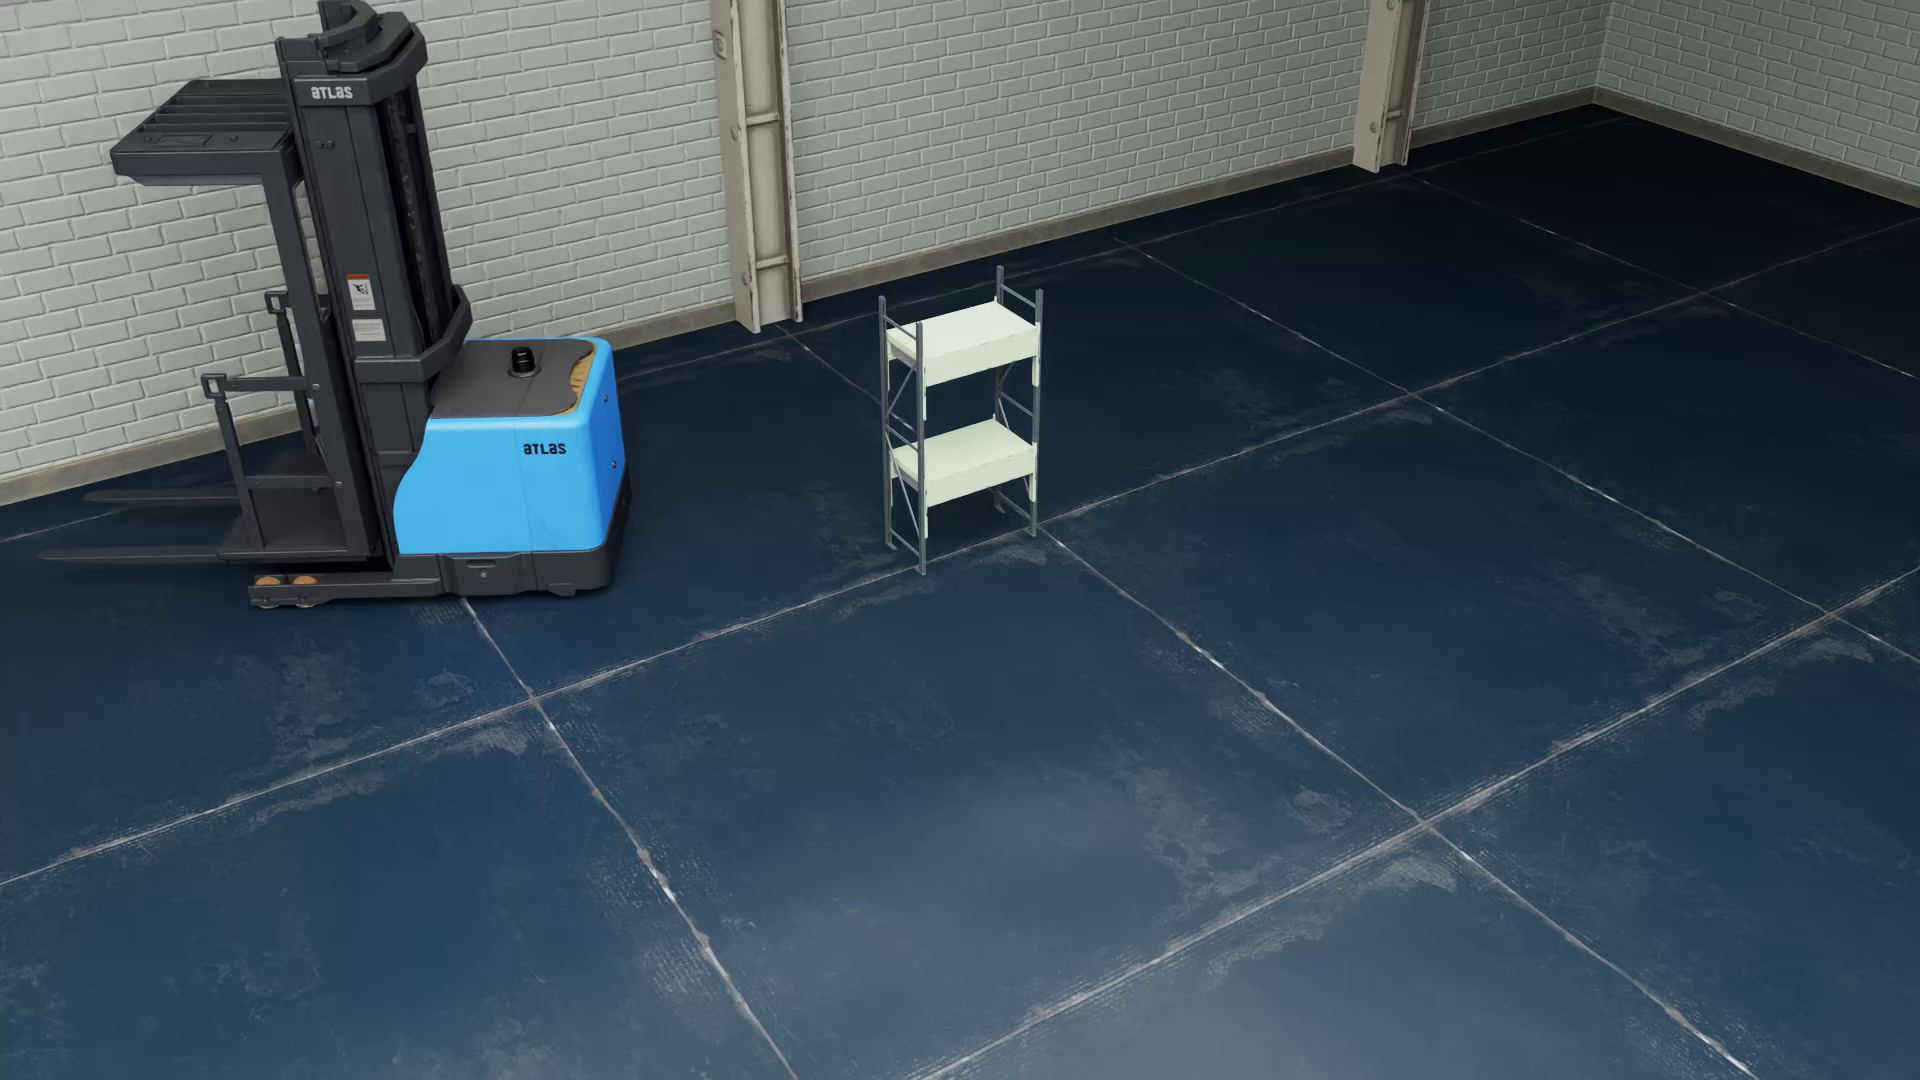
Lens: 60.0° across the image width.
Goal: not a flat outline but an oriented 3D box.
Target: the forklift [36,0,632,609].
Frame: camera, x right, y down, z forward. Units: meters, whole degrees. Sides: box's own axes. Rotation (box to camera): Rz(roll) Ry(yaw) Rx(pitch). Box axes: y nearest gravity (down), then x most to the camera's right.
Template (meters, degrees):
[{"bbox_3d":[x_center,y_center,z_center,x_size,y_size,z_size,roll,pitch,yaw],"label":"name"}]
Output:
[{"bbox_3d":[-3.394,-1.166,8.473,3.031,2.935,1.130,-1,32,-2],"label":"forklift"}]

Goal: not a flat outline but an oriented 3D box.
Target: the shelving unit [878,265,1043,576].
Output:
[{"bbox_3d":[0.006,-0.636,8.974,0.755,1.500,0.431,-19,37,-27],"label":"shelving unit"}]

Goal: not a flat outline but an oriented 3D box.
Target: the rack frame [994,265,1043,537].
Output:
[{"bbox_3d":[0.313,-0.742,9.142,0.023,1.500,0.400,-19,37,-27],"label":"rack frame"}]

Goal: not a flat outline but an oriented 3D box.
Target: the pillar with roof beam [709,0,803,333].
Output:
[{"bbox_3d":[0.968,-3.451,6.408,0.400,9.000,9.100,-19,37,-27],"label":"pillar with roof beam"}]

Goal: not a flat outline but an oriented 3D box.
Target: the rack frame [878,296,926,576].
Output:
[{"bbox_3d":[-0.302,-0.530,8.807,0.023,1.500,0.400,-19,37,-27],"label":"rack frame"}]

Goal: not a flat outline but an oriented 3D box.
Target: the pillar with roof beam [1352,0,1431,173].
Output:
[{"bbox_3d":[6.011,-5.185,9.157,0.400,9.000,9.100,-19,37,-27],"label":"pillar with roof beam"}]

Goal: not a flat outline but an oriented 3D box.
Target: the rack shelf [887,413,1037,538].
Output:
[{"bbox_3d":[0.006,-0.361,9.148,0.720,0.370,0.431,-19,37,-27],"label":"rack shelf"}]

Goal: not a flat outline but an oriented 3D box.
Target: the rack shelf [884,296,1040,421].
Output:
[{"bbox_3d":[0.006,-0.966,8.766,0.720,0.370,0.431,-19,37,-27],"label":"rack shelf"}]
